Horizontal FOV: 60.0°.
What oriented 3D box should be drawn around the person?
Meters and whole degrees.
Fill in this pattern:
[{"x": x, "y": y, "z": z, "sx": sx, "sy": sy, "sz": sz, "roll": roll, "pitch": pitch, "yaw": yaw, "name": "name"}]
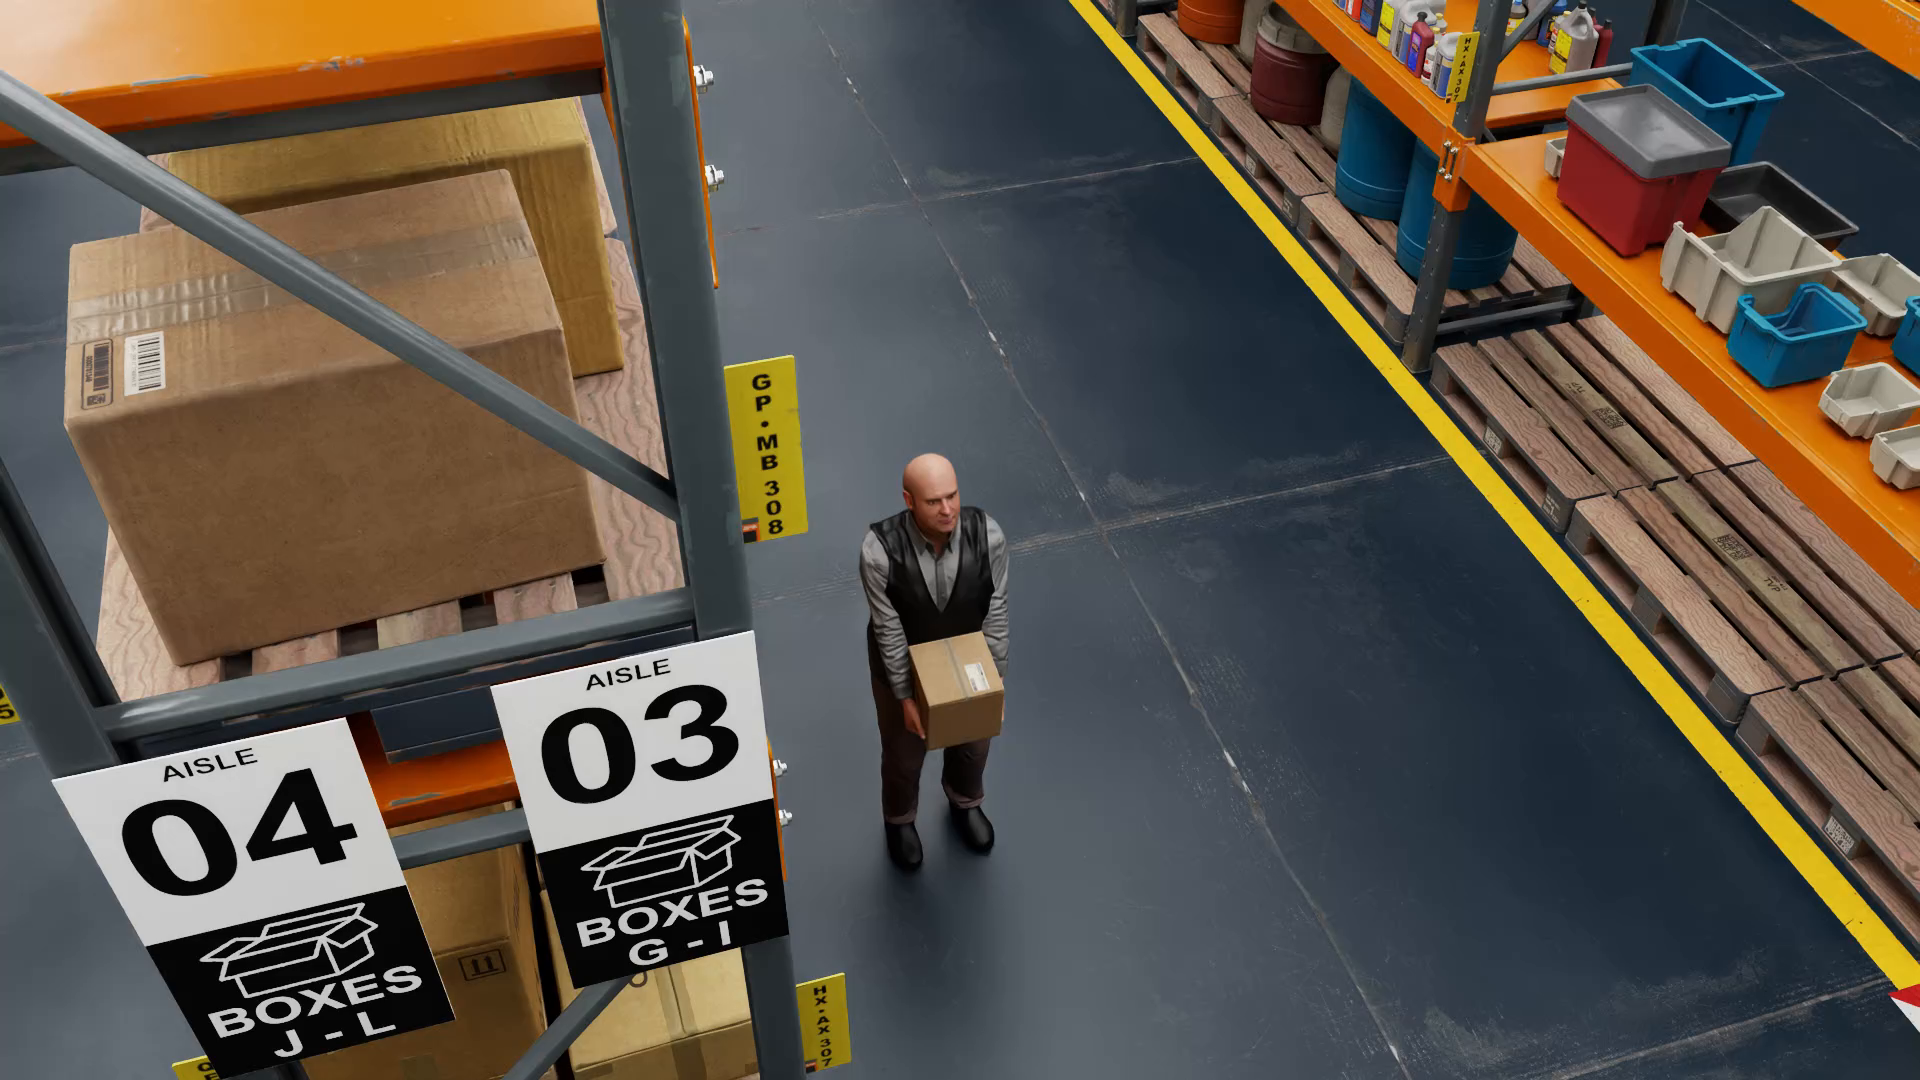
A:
[{"x": -0.042, "y": 0.483, "z": 5.644, "sx": 0.499, "sy": 1.717, "sz": 0.554, "roll": -12, "pitch": 43, "yaw": -13, "name": "person"}]
